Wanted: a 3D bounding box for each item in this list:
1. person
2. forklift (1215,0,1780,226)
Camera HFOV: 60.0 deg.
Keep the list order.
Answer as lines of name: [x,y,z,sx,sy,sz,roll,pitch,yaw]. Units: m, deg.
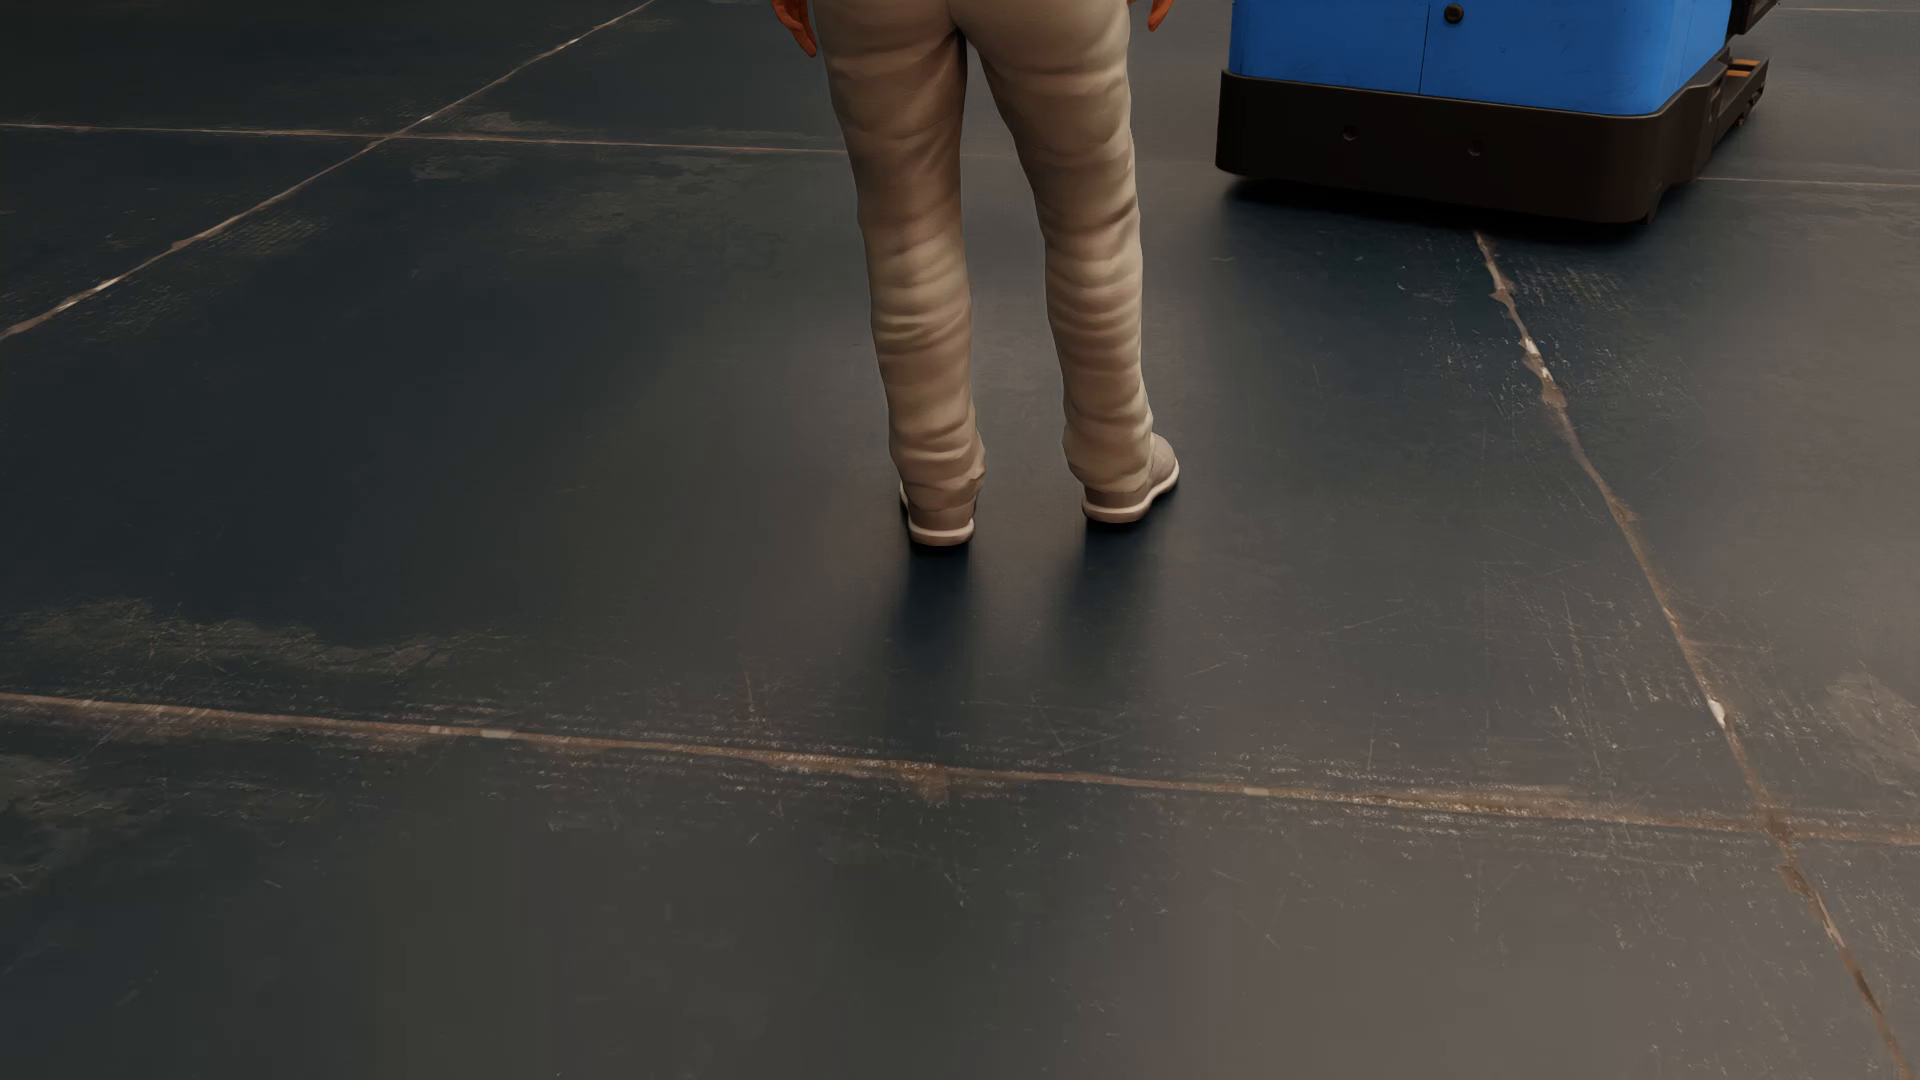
person: [0.033,-0.784,2.190,0.598,1.670,0.529,3,27,7]
forklift: [1.841,-2.649,4.526,1.130,2.935,3.031,15,30,27]
